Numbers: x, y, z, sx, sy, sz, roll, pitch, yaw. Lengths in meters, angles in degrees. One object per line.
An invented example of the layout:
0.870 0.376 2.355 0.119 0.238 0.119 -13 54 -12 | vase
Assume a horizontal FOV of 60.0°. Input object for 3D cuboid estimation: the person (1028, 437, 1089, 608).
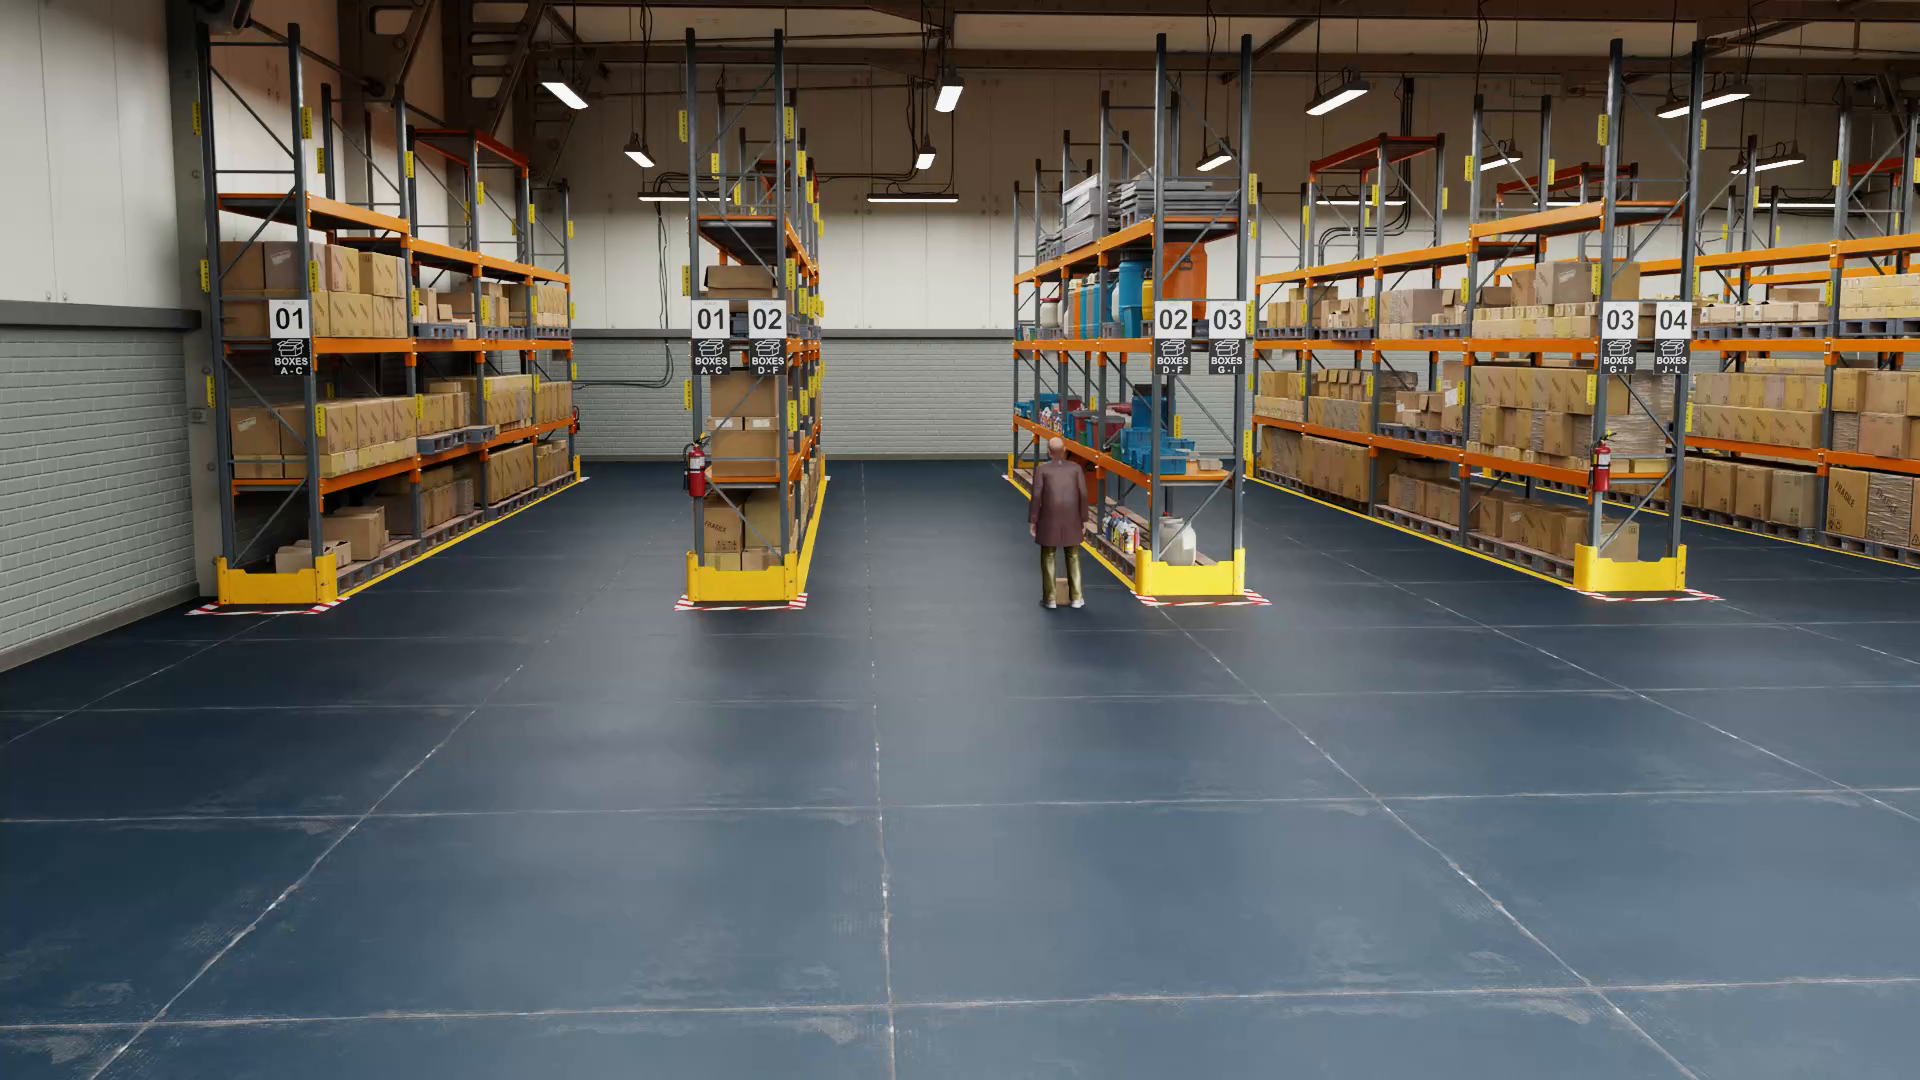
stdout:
1.025 -0.182 17.355 0.649 1.772 0.429 -1 7 -7 | person
